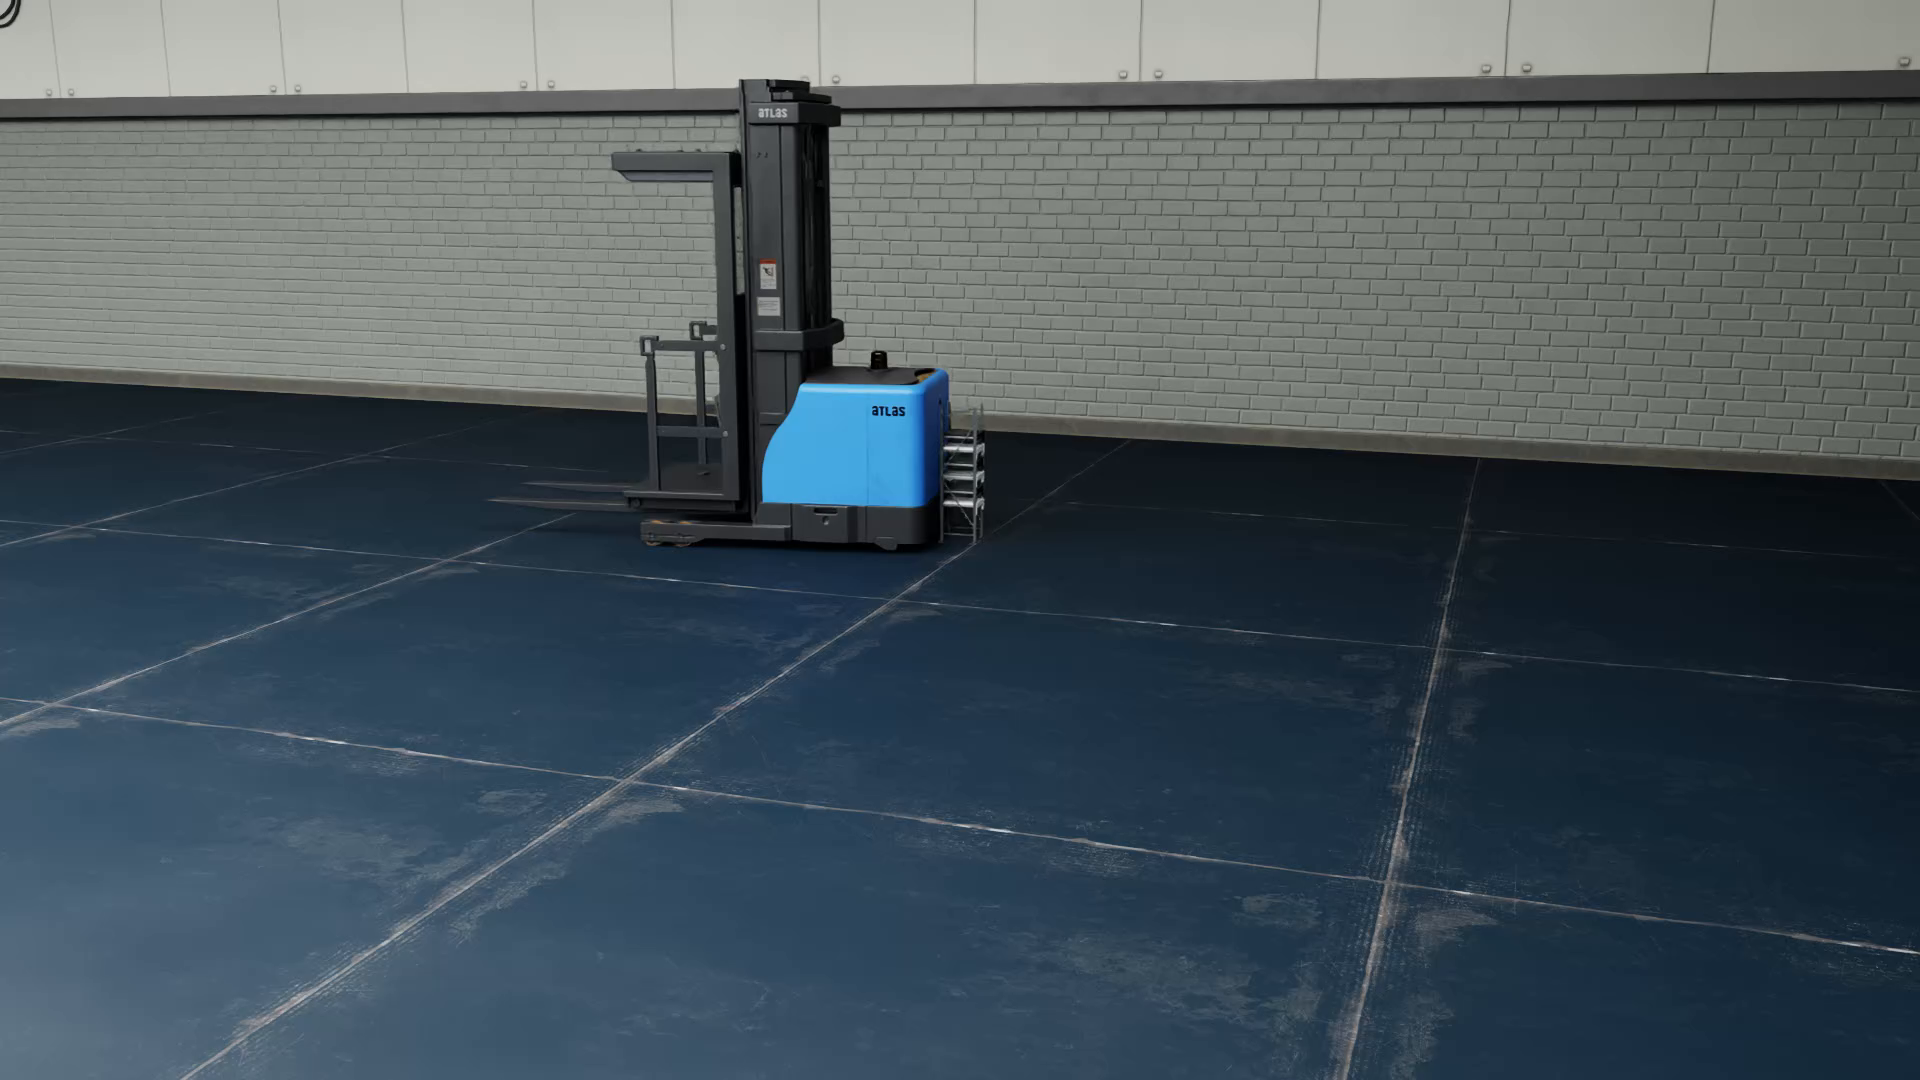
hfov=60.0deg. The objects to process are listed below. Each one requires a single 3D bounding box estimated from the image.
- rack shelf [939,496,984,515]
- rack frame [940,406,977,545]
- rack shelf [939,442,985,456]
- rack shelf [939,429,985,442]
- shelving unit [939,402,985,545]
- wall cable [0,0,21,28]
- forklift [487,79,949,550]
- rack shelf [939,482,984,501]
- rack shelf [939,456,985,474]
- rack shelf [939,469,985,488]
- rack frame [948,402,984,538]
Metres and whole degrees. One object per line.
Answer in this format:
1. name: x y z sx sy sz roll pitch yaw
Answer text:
1. rack shelf: 0.012 -0.229 10.922 0.258 0.077 0.200 3 13 13
2. rack frame: -0.011 -0.416 10.780 0.240 0.900 0.006 3 13 13
3. rack shelf: 0.013 -0.580 10.845 0.258 0.077 0.200 3 13 13
4. rack shelf: 0.014 -0.668 10.826 0.258 0.077 0.200 3 13 13
5. shelving unit: 0.013 -0.437 10.877 0.258 0.900 0.210 3 13 13
6. wall cable: -11.239 -7.924 17.838 2.305 6.003 0.169 4 14 18
7. forklift: -1.628 -1.496 10.956 3.031 2.935 1.130 2 13 9
8. rack shelf: 0.013 -0.317 10.903 0.258 0.077 0.200 3 13 13
9. rack shelf: 0.013 -0.493 10.864 0.258 0.077 0.200 3 13 13
10. rack shelf: 0.013 -0.405 10.884 0.258 0.077 0.200 3 13 13
11. rack frame: 0.036 -0.458 10.973 0.240 0.900 0.006 3 13 13
